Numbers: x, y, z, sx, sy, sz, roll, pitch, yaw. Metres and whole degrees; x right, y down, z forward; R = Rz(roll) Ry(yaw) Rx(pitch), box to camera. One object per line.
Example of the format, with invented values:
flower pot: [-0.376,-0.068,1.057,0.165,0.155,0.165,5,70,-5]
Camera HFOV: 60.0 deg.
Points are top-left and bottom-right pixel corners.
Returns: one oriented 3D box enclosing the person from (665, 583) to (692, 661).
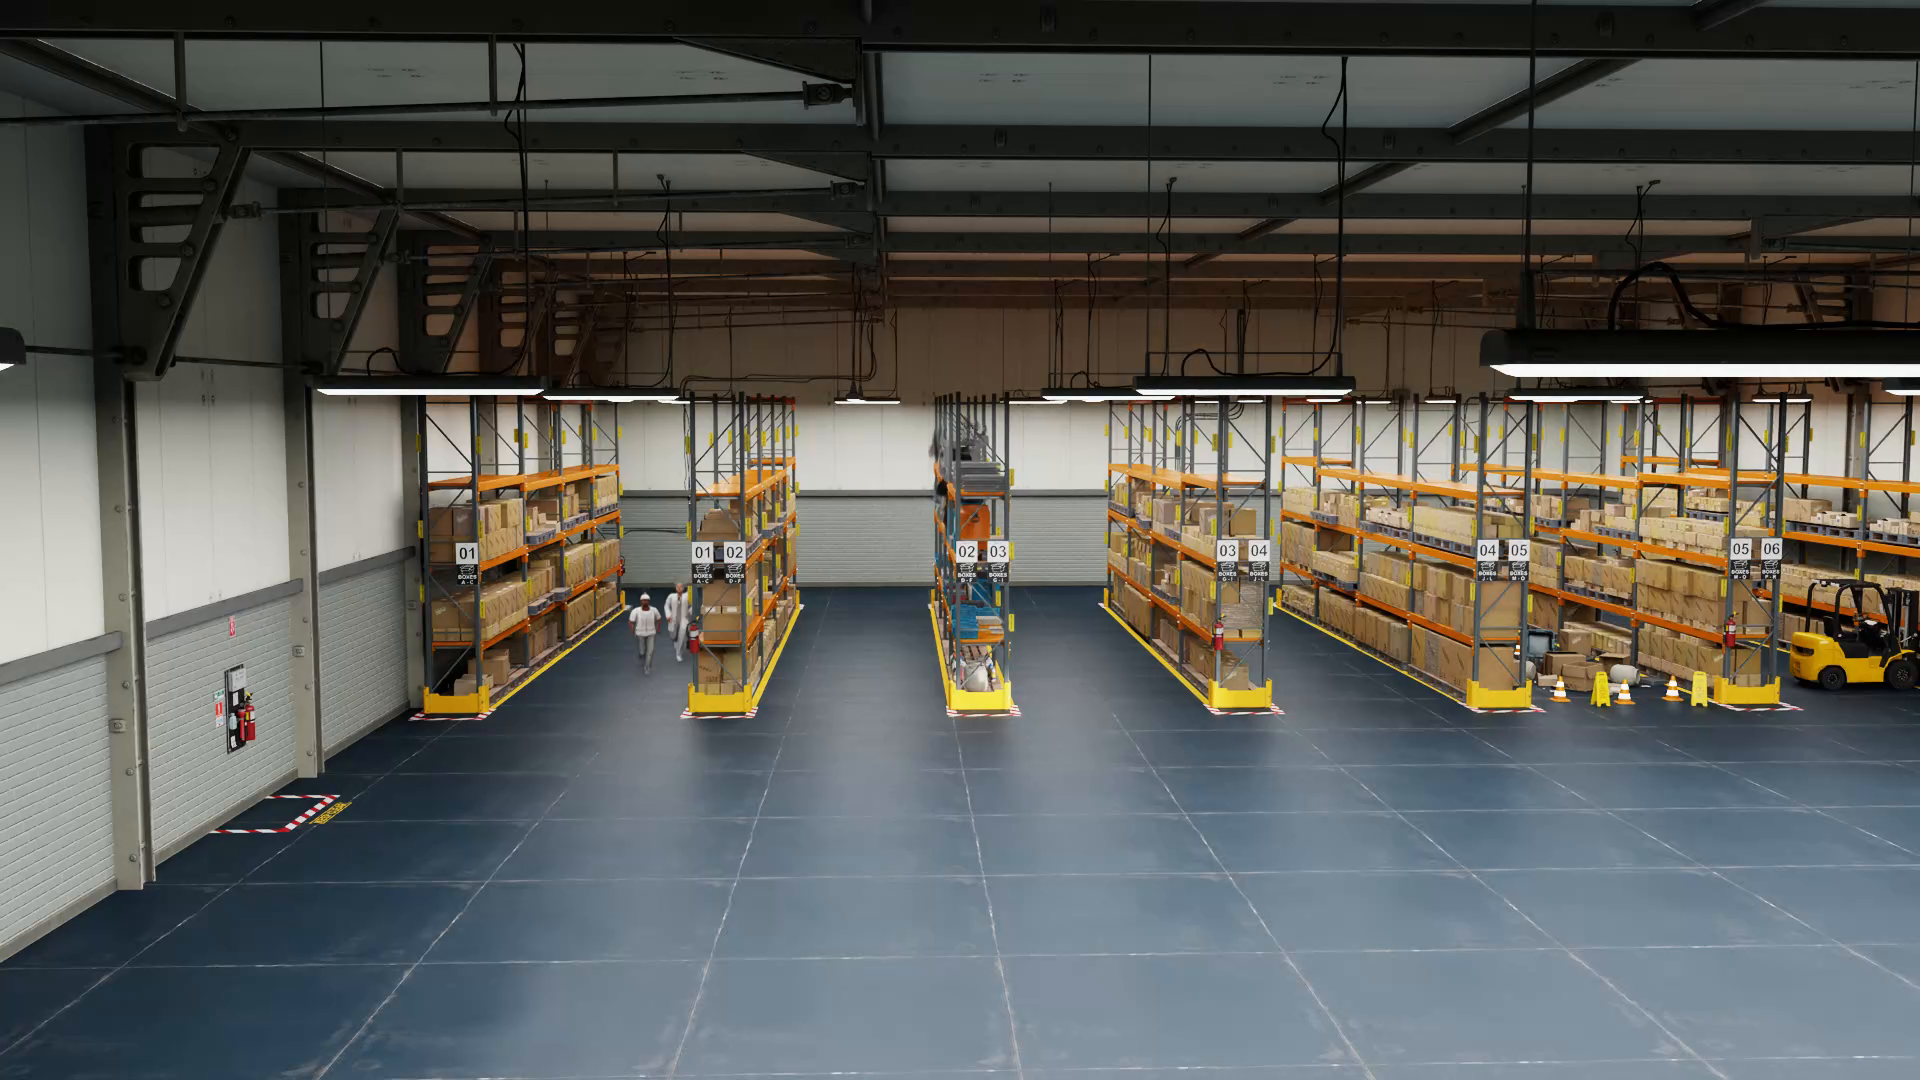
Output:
person: [-6.384,1.840,37.928,0.712,1.738,0.865,0,5,0]

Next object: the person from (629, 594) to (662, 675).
person: [-6.721,2.018,35.608,0.710,1.734,0.723,-1,5,-18]

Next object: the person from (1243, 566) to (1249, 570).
person: [7.542,1.330,44.070,0.629,1.722,0.866,-1,5,-11]
